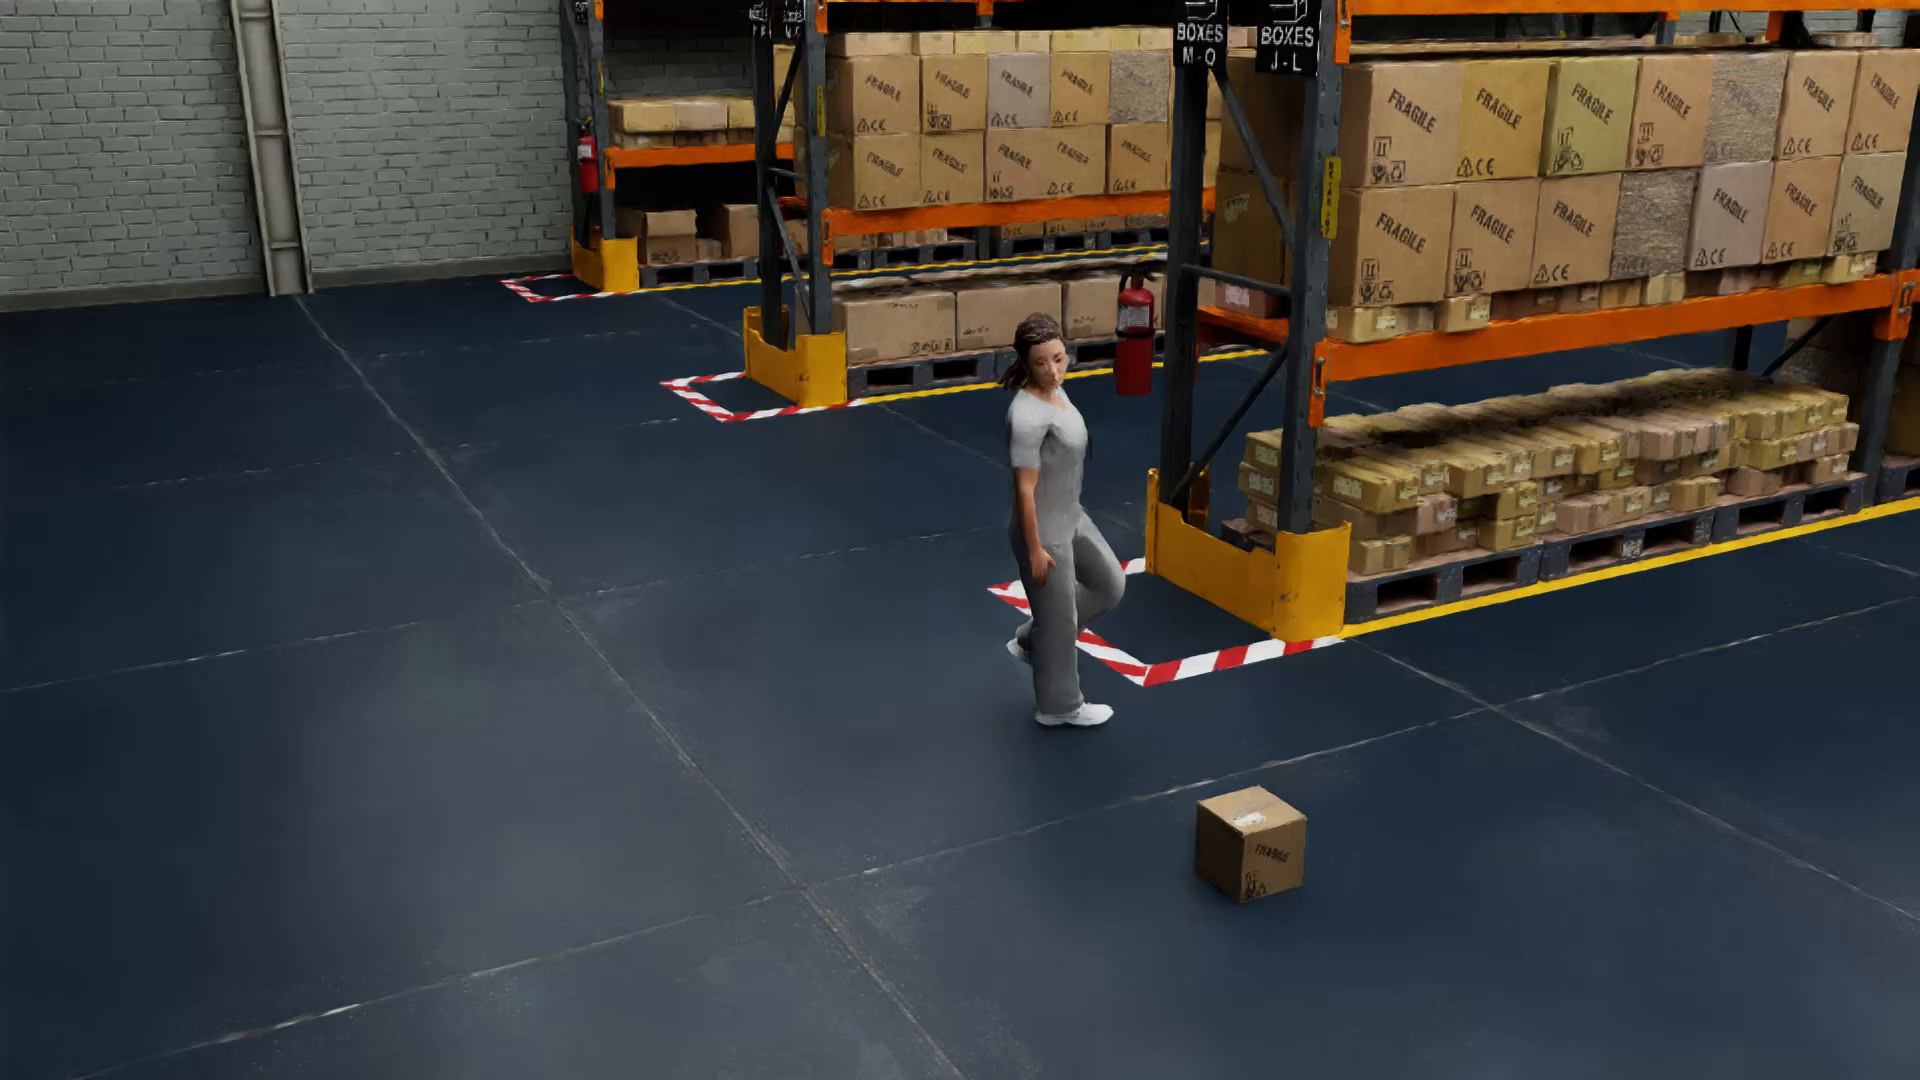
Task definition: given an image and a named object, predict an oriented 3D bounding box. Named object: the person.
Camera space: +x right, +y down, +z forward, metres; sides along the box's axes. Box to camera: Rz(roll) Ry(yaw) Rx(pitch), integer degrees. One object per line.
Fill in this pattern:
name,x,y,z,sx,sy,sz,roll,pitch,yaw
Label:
person,0.376,-0.036,6.174,0.470,1.659,0.592,4,19,11
